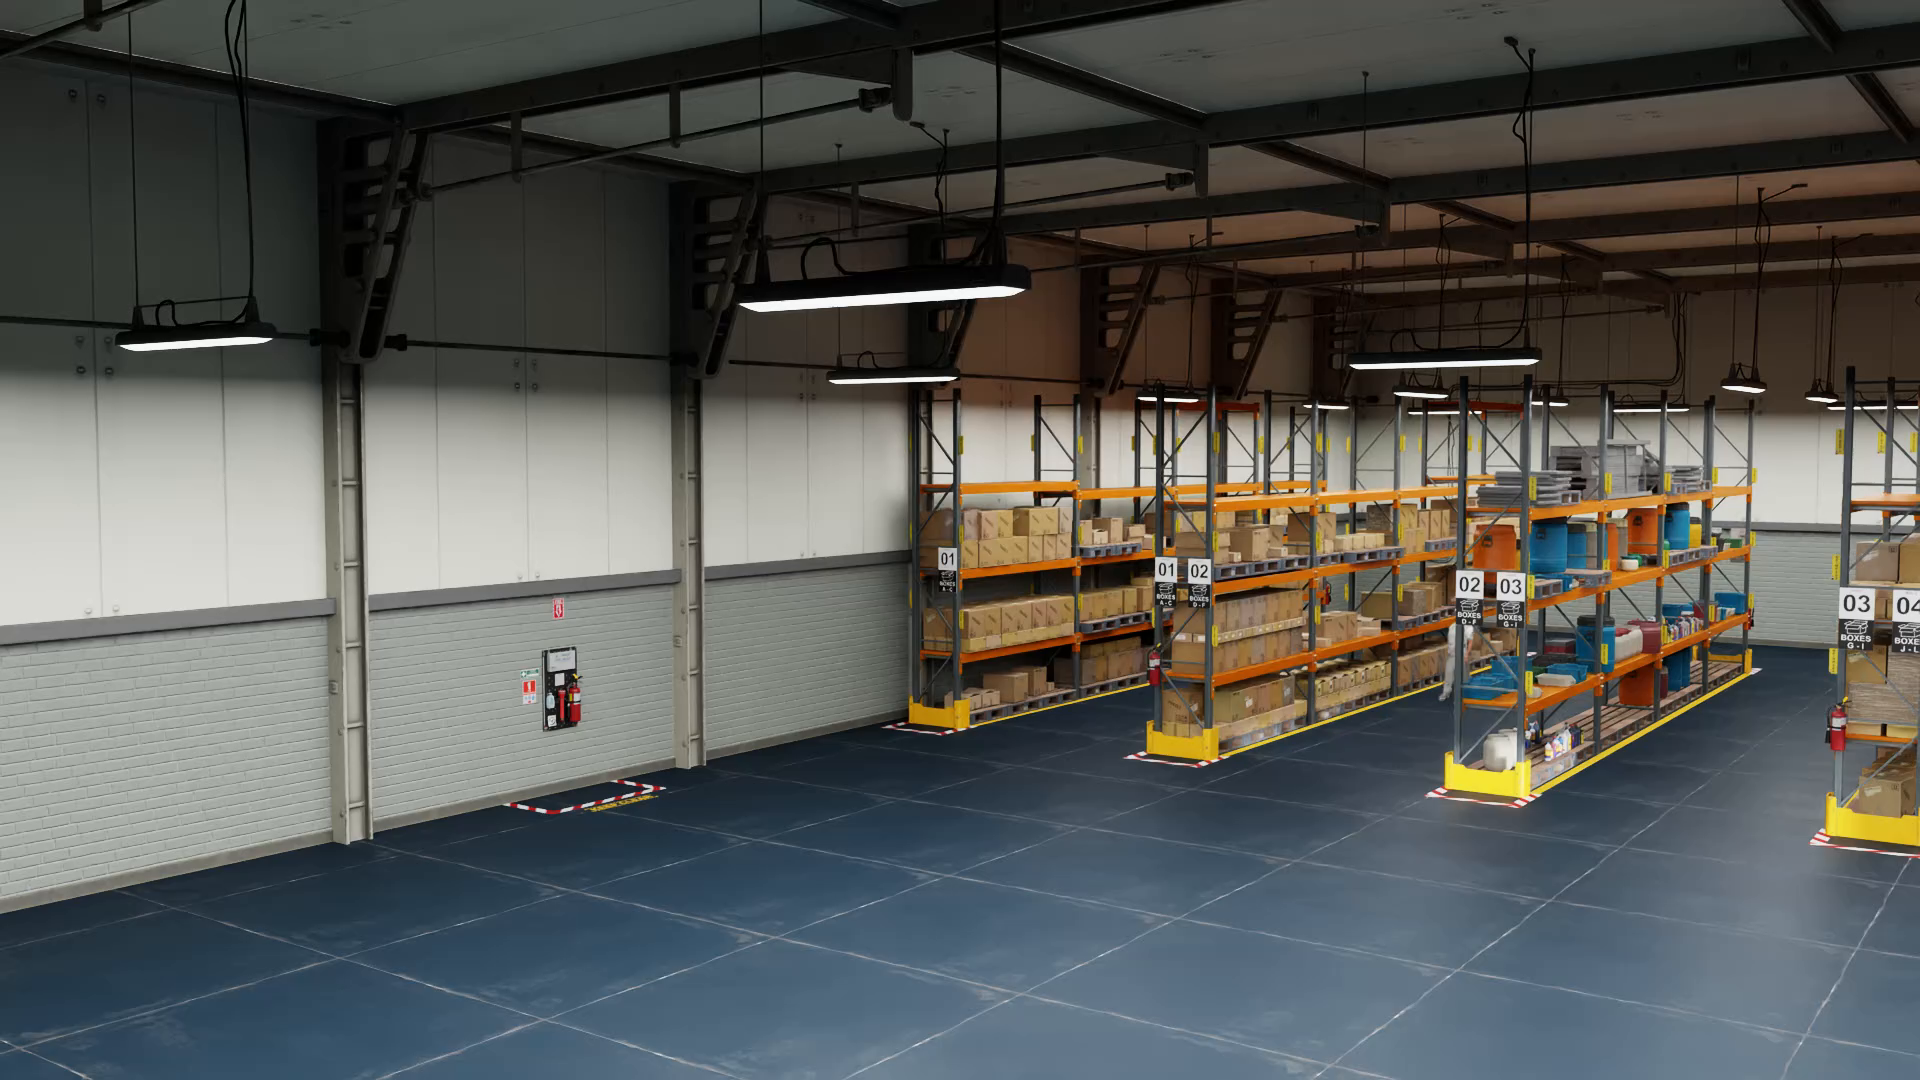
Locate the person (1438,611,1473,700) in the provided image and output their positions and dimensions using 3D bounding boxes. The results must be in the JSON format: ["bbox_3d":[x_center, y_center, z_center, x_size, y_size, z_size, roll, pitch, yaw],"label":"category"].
[{"bbox_3d":[9.807,2.243,32.736,0.554,1.736,0.956,2,4,37],"label":"person"}]
